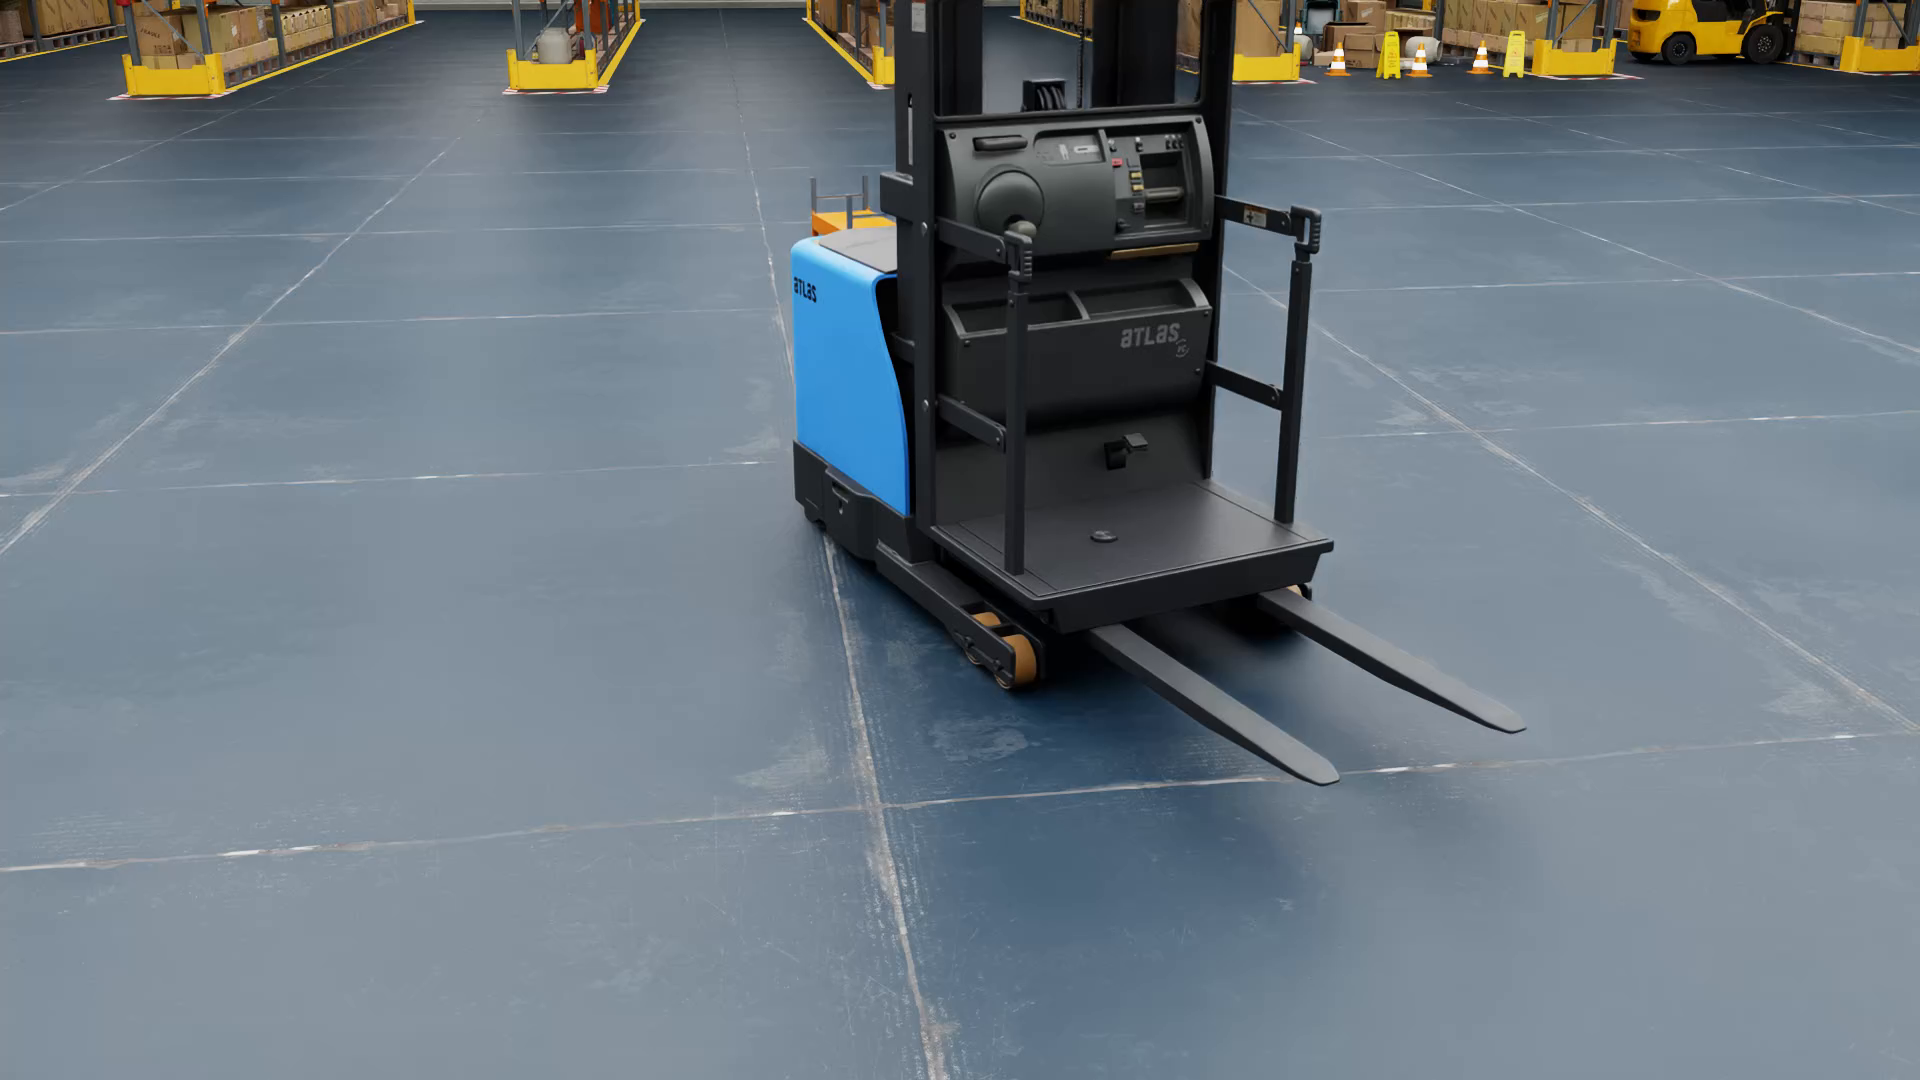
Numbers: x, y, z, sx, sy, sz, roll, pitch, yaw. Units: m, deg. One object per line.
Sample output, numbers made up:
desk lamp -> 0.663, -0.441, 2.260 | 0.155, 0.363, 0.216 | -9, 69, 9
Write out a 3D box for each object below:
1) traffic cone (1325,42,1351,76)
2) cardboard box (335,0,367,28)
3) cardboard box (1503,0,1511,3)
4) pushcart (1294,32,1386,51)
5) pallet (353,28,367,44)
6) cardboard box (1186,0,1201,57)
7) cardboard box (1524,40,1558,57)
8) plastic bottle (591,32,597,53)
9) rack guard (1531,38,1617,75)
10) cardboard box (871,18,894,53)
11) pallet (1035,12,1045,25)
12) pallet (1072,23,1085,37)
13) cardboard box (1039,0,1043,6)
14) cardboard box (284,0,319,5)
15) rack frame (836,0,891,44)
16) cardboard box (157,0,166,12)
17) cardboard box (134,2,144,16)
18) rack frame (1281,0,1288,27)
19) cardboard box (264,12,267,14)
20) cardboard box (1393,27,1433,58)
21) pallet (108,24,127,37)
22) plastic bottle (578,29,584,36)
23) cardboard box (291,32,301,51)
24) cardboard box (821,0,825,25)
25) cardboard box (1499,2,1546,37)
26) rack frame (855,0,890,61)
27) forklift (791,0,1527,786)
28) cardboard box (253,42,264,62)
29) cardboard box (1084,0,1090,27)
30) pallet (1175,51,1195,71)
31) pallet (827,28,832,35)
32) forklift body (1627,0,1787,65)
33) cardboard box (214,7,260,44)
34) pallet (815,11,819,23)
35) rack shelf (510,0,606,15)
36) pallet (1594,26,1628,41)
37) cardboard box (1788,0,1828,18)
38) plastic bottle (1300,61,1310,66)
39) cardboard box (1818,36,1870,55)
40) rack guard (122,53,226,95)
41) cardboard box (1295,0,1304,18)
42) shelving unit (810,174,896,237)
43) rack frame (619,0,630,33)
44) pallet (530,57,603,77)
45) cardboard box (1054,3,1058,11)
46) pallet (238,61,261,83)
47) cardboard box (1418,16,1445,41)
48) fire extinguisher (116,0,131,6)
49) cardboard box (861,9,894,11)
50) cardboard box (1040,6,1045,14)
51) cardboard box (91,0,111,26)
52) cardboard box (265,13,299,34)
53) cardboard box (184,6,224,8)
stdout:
traffic cone -> 5.626, -7.147, 24.690 | 0.336, 0.463, 0.334 | -3, 21, -8
cardboard box -> -11.669, -10.055, 31.794 | 0.500, 0.500, 0.500 | -3, 21, -7
cardboard box -> 8.655, -8.404, 25.760 | 0.380, 0.149, 0.250 | -3, 21, -7
pushcart -> 6.356, -8.389, 28.137 | 1.648, 0.377, 0.936 | -11, 23, -26
pallet -> -11.824, -9.512, 31.382 | 1.003, 0.211, 1.213 | -3, 21, -8
cardboard box -> 4.006, -7.817, 25.296 | 0.875, 0.875, 0.875 | -3, 21, -9
cardboard box -> 8.795, -7.548, 25.468 | 0.500, 0.250, 0.500 | -3, 21, -8
plastic bottle -> -5.697, -7.690, 25.676 | 0.144, 0.351, 0.185 | -4, 21, -10
rack guard -> 9.171, -7.220, 24.832 | 1.175, 0.500, 0.348 | -3, 21, -8
cardboard box -> -1.093, -7.937, 26.152 | 0.500, 0.500, 0.500 | 4, 21, 9
pallet -> 2.257, -11.583, 36.926 | 1.003, 0.211, 1.213 | -3, 21, -8
pallet -> 2.861, -10.236, 33.320 | 1.003, 0.211, 1.213 | -3, 21, -8
cardboard box -> 1.981, -12.067, 37.285 | 0.380, 0.149, 0.250 | -4, 21, -10
cardboard box -> -11.961, -9.854, 30.184 | 0.500, 0.250, 0.500 | -2, 21, -6
rack frame -> -1.778, -10.635, 30.402 | 1.000, 3.000, 0.127 | -3, 21, -8
cardboard box -> -17.436, -11.443, 35.540 | 0.700, 0.500, 0.500 | -3, 21, -8
cardboard box -> -17.207, -10.912, 34.117 | 0.700, 0.500, 0.500 | -2, 21, -6
rack frame -> 7.452, -12.519, 35.449 | 1.000, 3.000, 0.127 | -3, 21, -8
cardboard box -> -11.498, -8.401, 26.951 | 0.500, 0.311, 0.500 | -3, 21, -8
cardboard box -> 7.413, -8.140, 27.293 | 0.500, 0.500, 0.500 | 12, 24, 29
pallet -> -17.092, -10.231, 33.307 | 1.003, 0.211, 1.213 | -3, 21, -8
plastic bottle -> -5.867, -7.749, 25.835 | 0.144, 0.351, 0.185 | -3, 21, -8
cardboard box -> -10.890, -7.989, 26.649 | 0.500, 0.250, 0.500 | -2, 21, -6
cardboard box -> -2.113, -10.691, 32.990 | 1.225, 0.875, 0.875 | -4, 21, -10
cardboard box -> 8.729, -8.069, 25.792 | 0.500, 0.500, 0.500 | -2, 21, -6
rack frame -> -1.202, -9.250, 26.694 | 1.000, 3.000, 0.127 | -3, 21, -8
forklift -> 0.479, -1.100, 4.972 | 1.130, 2.935, 3.031 | -10, 23, -25
cardboard box -> -10.573, -7.164, 24.441 | 0.500, 0.250, 0.500 | -3, 21, -8
cardboard box -> 2.720, -10.270, 32.399 | 0.500, 0.500, 0.500 | -2, 21, -6
pallet -> 3.932, -7.468, 25.910 | 1.003, 0.211, 1.213 | -3, 21, -8
pallet -> -2.169, -10.450, 33.893 | 1.003, 0.211, 1.213 | -3, 21, -8
forklift body -> 12.014, -8.783, 26.658 | 2.313, 2.155, 1.214 | -3, 21, -8
cardboard box -> -10.585, -7.515, 24.308 | 0.500, 0.500, 0.500 | -3, 21, -8
pallet -> -2.739, -11.825, 37.576 | 1.003, 0.211, 1.213 | -3, 21, -8
rack shelf -> -5.815, -7.970, 24.297 | 1.077, 0.370, 4.000 | -3, 21, -8
pallet -> 13.020, -9.793, 32.134 | 1.003, 0.211, 1.213 | -3, 21, -8
cardboard box -> 13.556, -8.488, 26.555 | 0.500, 0.250, 0.500 | -3, 21, -7
plastic bottle -> 5.389, -7.537, 26.308 | 0.283, 0.061, 0.133 | -11, 23, -26
cardboard box -> 13.712, -7.672, 25.799 | 0.500, 0.250, 0.500 | -3, 21, -7
rack guard -> -10.425, -6.187, 22.067 | 1.175, 0.500, 0.348 | -3, 21, -8
cardboard box -> 7.620, -11.510, 35.183 | 0.875, 0.875, 0.875 | -2, 21, -6
shelving unit -> -0.403, -0.833, 6.732 | 0.258, 1.200, 0.503 | -8, 22, -19
rack frame -> -7.256, -11.770, 33.442 | 1.000, 3.000, 0.127 | -3, 21, -8
pallet -> -5.868, -7.036, 24.752 | 1.003, 0.211, 1.213 | -3, 21, -8
cardboard box -> 2.208, -11.328, 35.309 | 0.380, 0.149, 0.250 | -3, 21, -7
pallet -> -10.753, -6.744, 23.972 | 1.003, 0.211, 1.213 | -3, 21, -8
cardboard box -> 8.527, -8.897, 28.905 | 0.950, 0.372, 0.625 | -3, 21, -7
fire extinguisher -> -10.871, -7.266, 21.493 | 0.296, 0.674, 0.183 | -3, 21, -8
cardboard box -> -1.400, -8.858, 28.590 | 0.700, 0.500, 0.500 | -5, 21, -12
cardboard box -> 1.986, -11.748, 36.859 | 0.380, 0.149, 0.250 | -3, 21, -8
cardboard box -> -16.837, -10.241, 31.821 | 0.750, 0.750, 0.750 | -3, 21, -7
cardboard box -> -10.885, -8.252, 26.551 | 0.500, 0.311, 0.500 | -3, 21, -8
cardboard box -> -11.168, -7.662, 24.702 | 0.500, 0.500, 0.500 | -3, 21, -8
